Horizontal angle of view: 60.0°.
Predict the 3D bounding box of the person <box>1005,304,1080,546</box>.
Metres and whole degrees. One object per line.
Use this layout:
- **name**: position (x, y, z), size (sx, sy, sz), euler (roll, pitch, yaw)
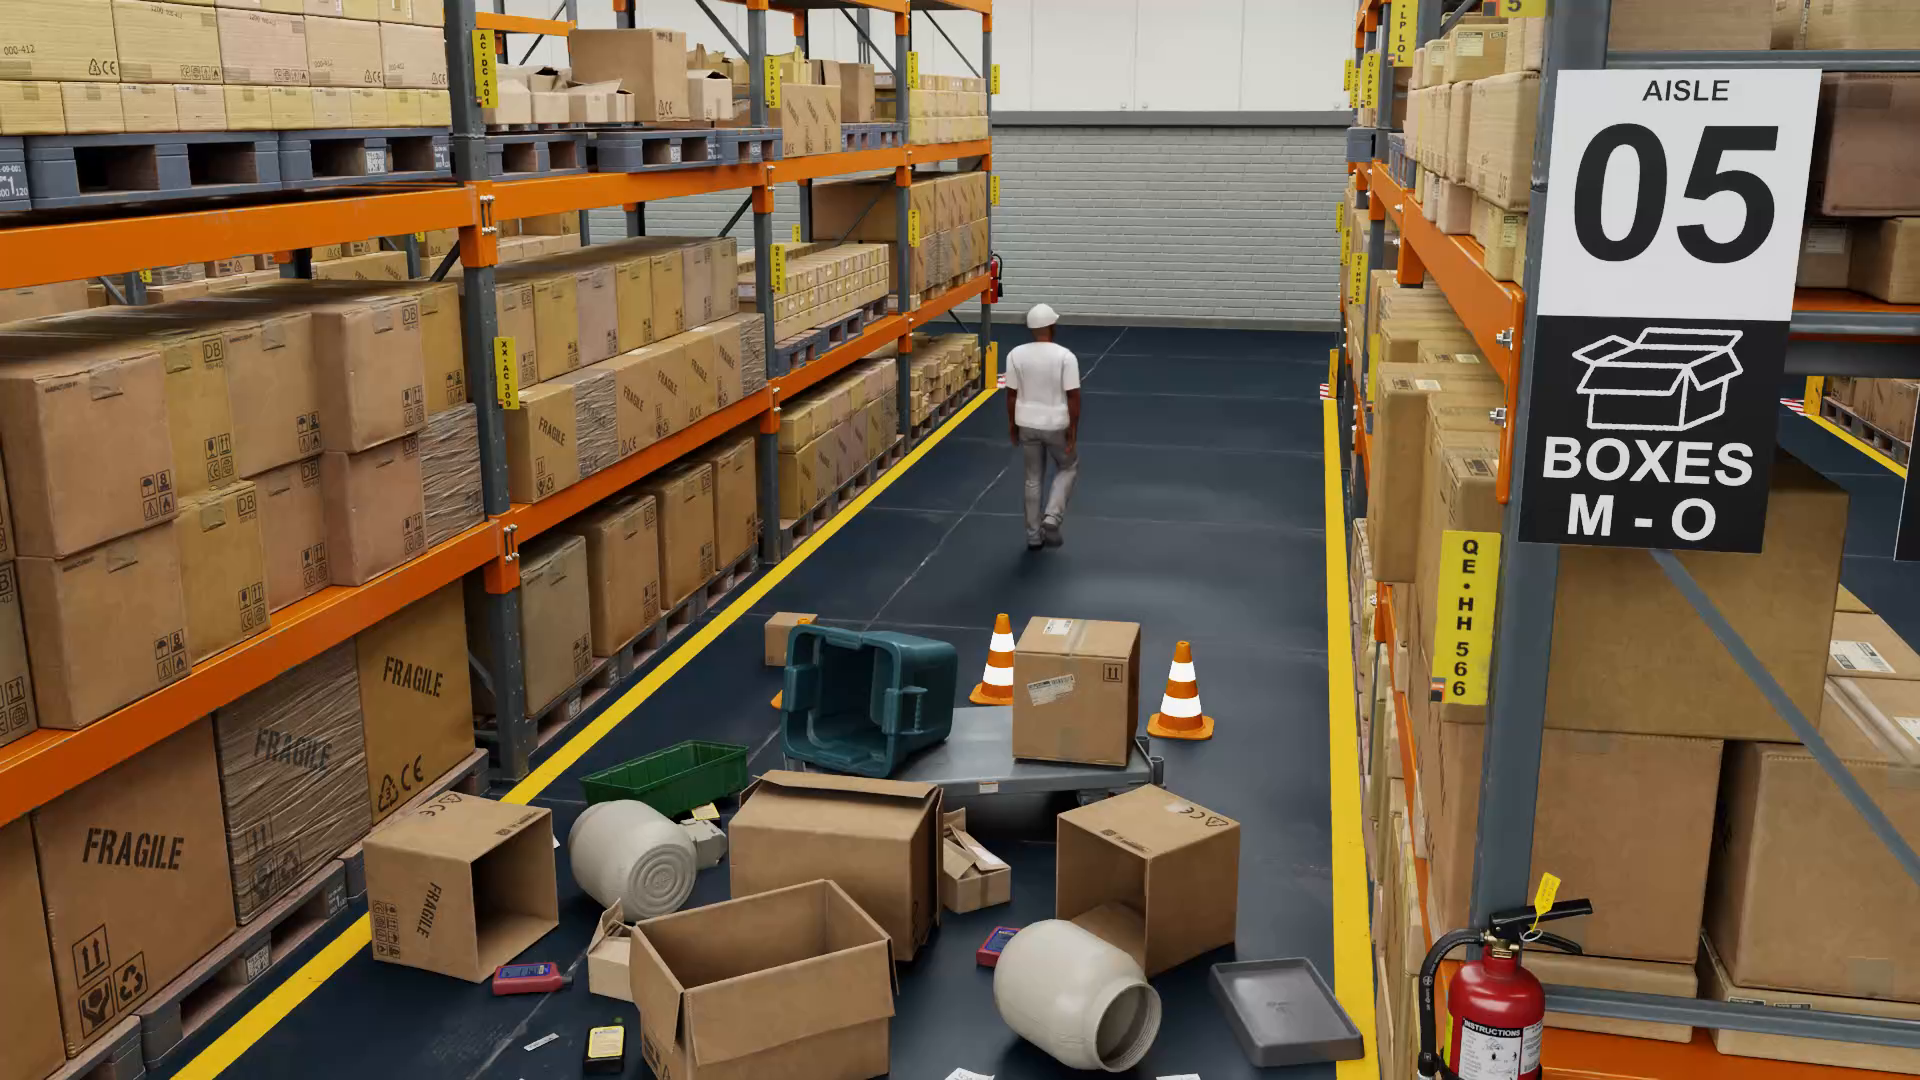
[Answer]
- **person**: position (0.616, -0.828, 12.068), size (0.566, 1.771, 0.470), euler (5, 15, 18)
